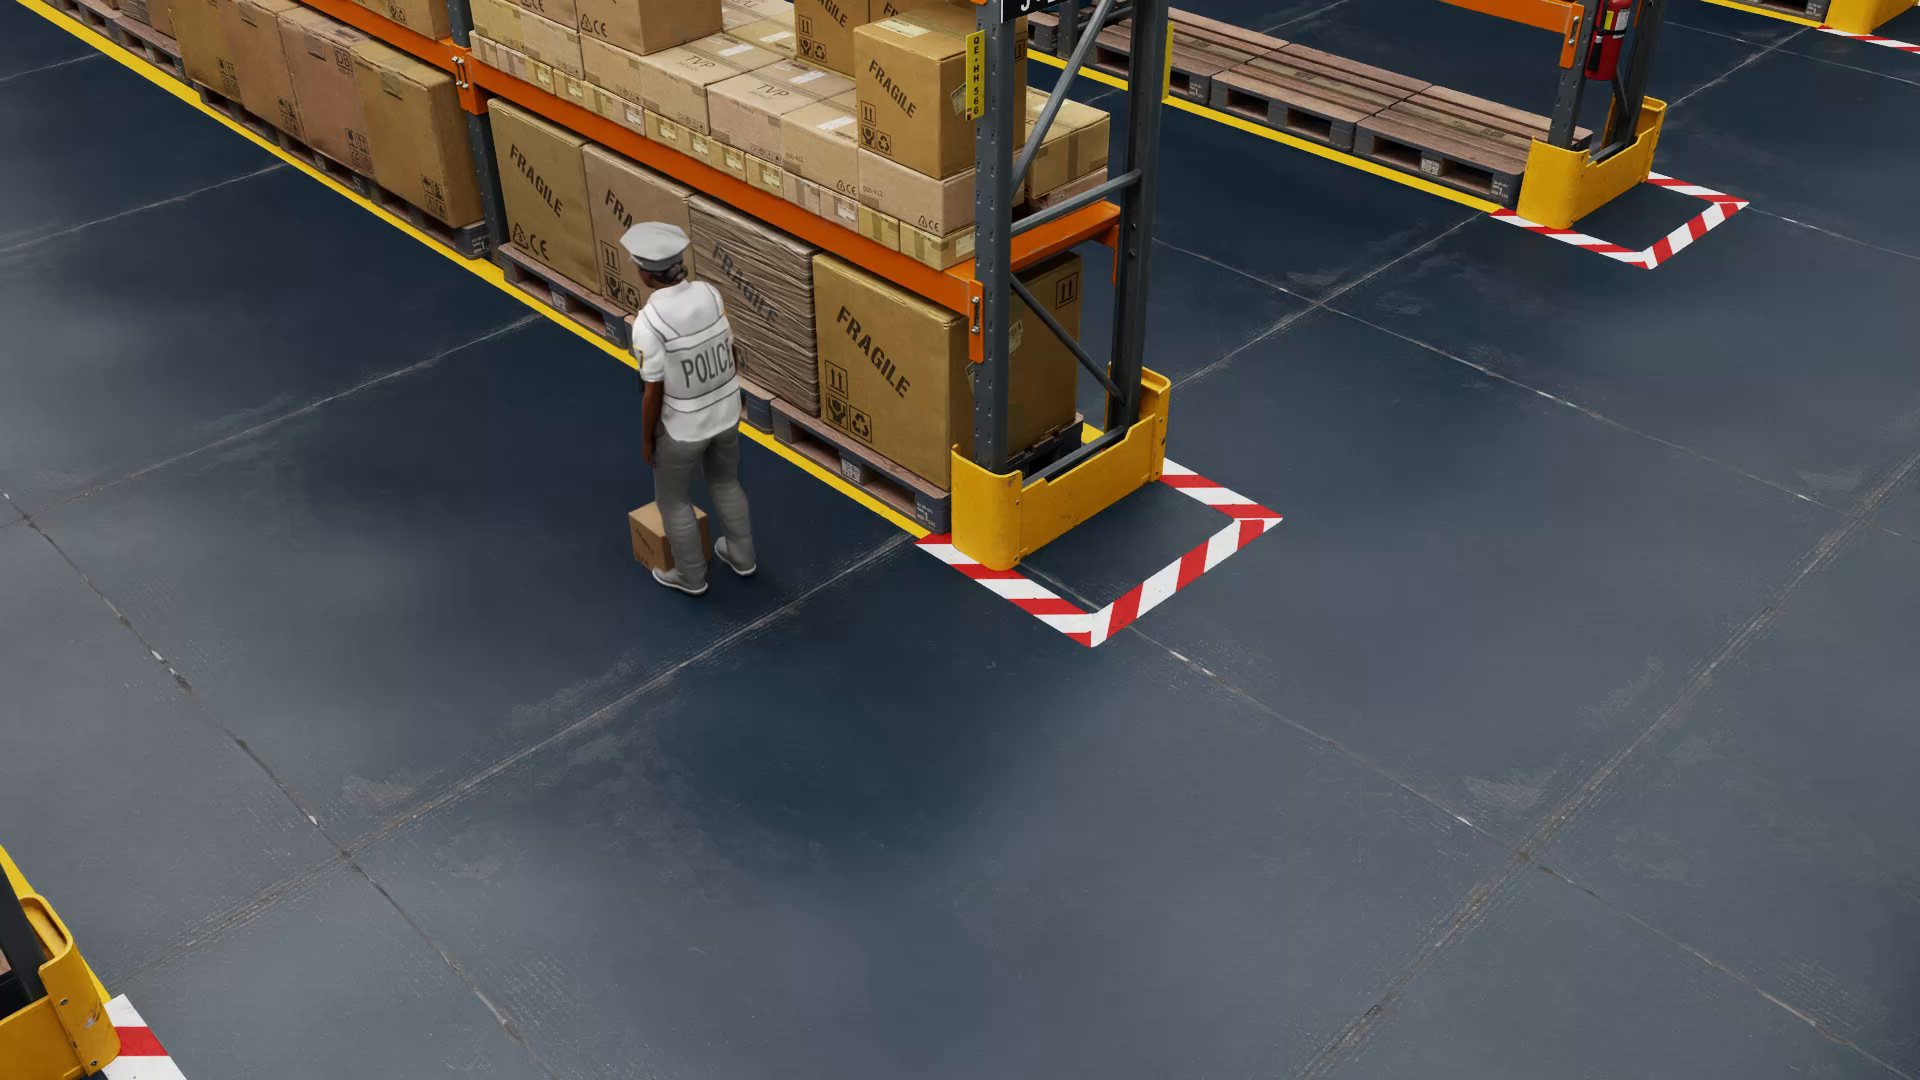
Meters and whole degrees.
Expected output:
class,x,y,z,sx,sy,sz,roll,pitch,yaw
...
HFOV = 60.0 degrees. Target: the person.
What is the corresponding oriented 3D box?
class,x,y,z,sx,sy,sz,roll,pitch,yaw
person,-1.114,-0.500,6.845,0.426,1.657,0.511,28,44,33
